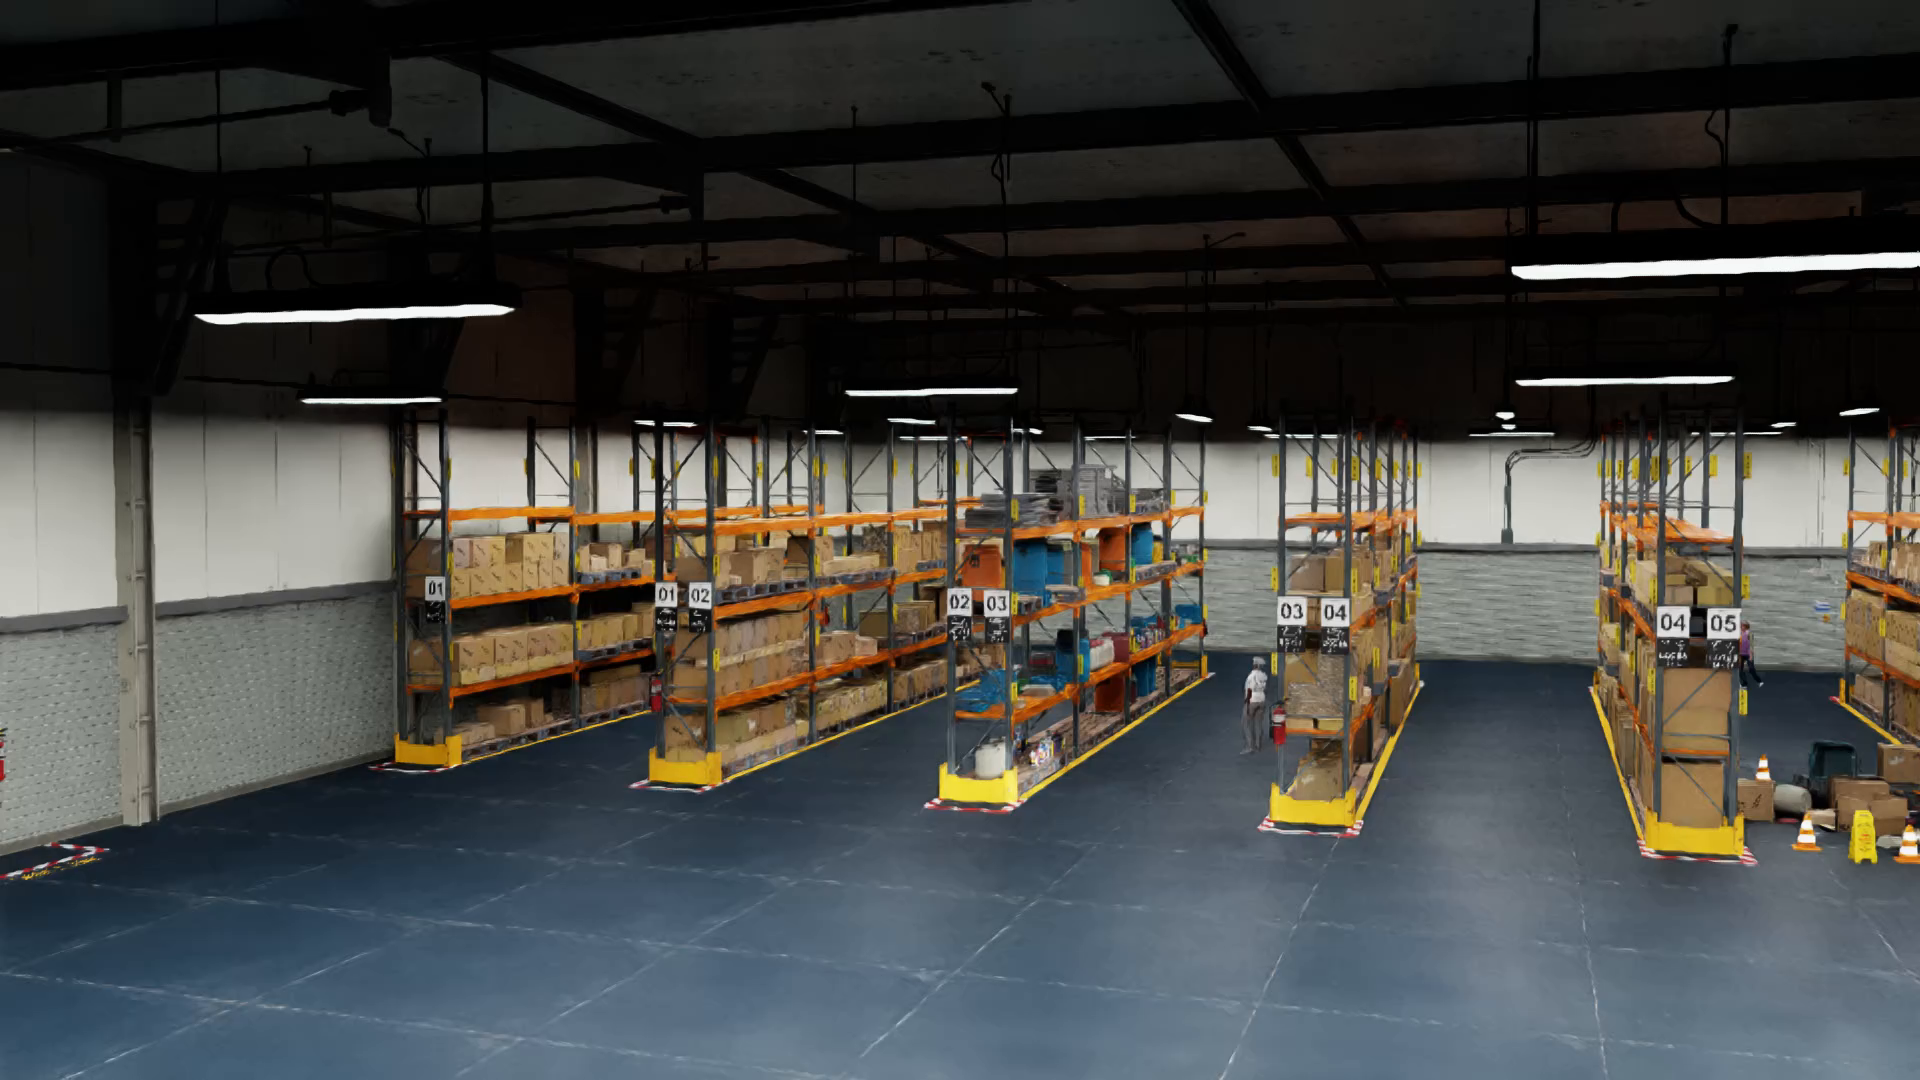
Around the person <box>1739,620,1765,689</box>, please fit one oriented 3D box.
[{"bbox_3d":[17.896,2.600,37.719,0.614,1.585,0.523,-1,3,-21],"label":"person"}]

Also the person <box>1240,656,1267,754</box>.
[{"bbox_3d":[5.151,2.913,29.335,0.598,1.698,0.403,-2,3,-35],"label":"person"}]
